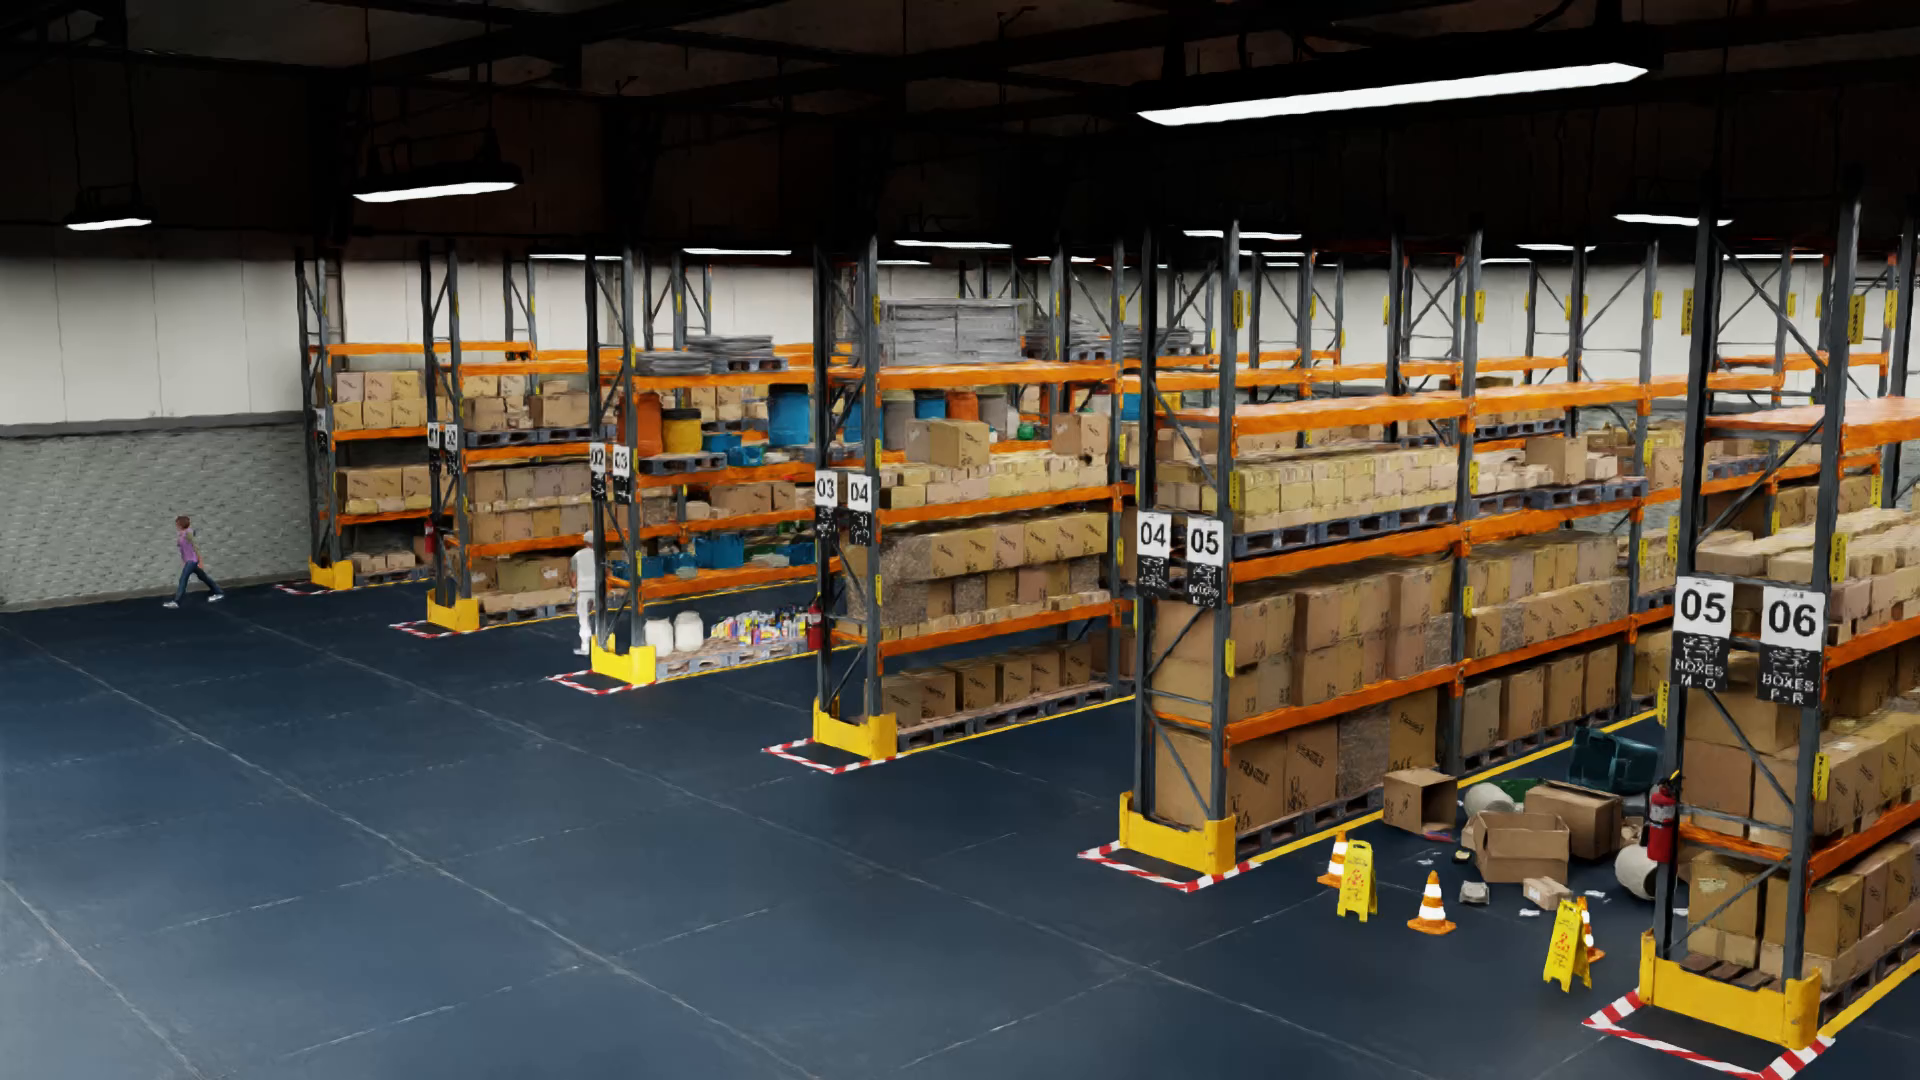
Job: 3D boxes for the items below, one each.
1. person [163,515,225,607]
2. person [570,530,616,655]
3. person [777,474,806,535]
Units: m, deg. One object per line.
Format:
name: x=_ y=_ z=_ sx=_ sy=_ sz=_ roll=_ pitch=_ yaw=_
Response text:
person: x=-12.882 y=0.334 z=27.832 sx=1.037 sy=1.507 sz=0.417 roll=-7 pitch=11 yaw=-40
person: x=-5.322 y=0.738 z=24.125 sx=0.655 sy=1.785 sz=0.575 roll=-2 pitch=9 yaw=-15
person: x=-3.325 y=-0.469 z=32.590 sx=1.124 sy=1.709 sz=0.550 roll=-8 pitch=12 yaw=-44
